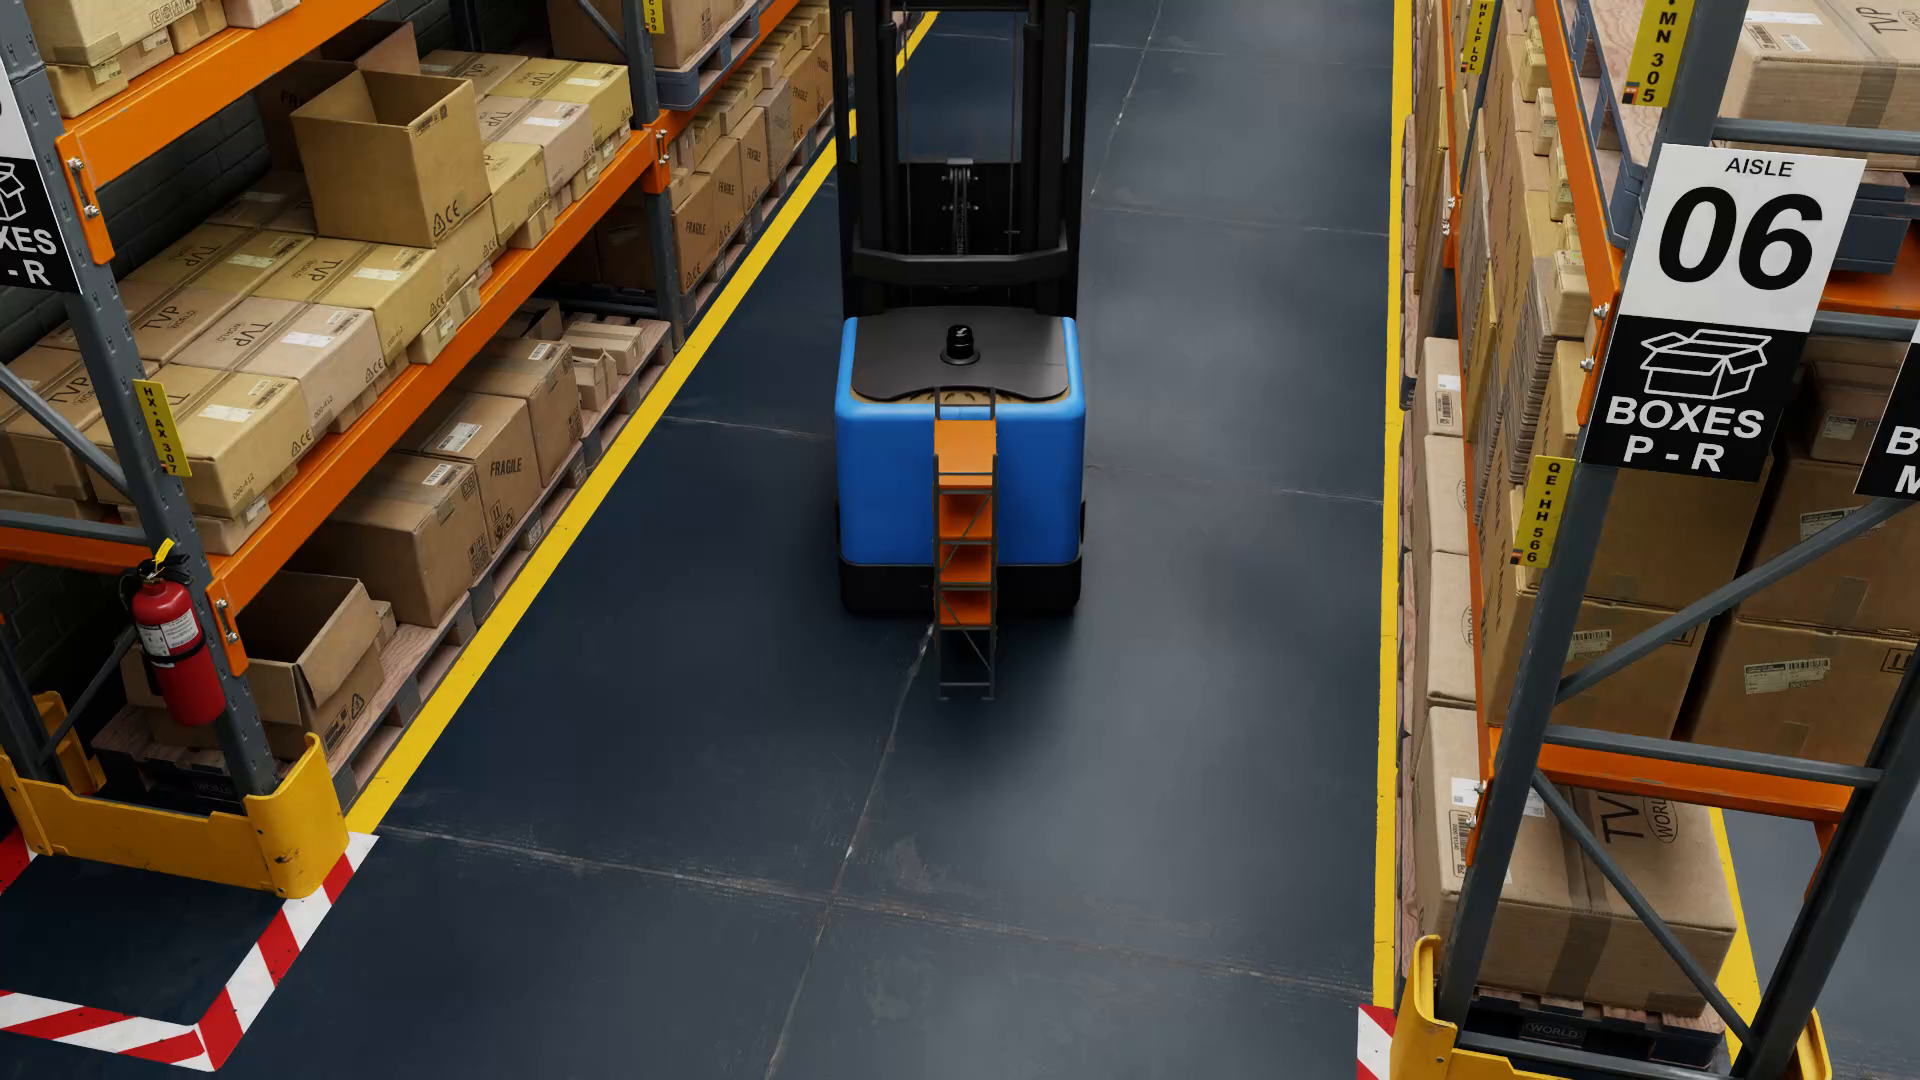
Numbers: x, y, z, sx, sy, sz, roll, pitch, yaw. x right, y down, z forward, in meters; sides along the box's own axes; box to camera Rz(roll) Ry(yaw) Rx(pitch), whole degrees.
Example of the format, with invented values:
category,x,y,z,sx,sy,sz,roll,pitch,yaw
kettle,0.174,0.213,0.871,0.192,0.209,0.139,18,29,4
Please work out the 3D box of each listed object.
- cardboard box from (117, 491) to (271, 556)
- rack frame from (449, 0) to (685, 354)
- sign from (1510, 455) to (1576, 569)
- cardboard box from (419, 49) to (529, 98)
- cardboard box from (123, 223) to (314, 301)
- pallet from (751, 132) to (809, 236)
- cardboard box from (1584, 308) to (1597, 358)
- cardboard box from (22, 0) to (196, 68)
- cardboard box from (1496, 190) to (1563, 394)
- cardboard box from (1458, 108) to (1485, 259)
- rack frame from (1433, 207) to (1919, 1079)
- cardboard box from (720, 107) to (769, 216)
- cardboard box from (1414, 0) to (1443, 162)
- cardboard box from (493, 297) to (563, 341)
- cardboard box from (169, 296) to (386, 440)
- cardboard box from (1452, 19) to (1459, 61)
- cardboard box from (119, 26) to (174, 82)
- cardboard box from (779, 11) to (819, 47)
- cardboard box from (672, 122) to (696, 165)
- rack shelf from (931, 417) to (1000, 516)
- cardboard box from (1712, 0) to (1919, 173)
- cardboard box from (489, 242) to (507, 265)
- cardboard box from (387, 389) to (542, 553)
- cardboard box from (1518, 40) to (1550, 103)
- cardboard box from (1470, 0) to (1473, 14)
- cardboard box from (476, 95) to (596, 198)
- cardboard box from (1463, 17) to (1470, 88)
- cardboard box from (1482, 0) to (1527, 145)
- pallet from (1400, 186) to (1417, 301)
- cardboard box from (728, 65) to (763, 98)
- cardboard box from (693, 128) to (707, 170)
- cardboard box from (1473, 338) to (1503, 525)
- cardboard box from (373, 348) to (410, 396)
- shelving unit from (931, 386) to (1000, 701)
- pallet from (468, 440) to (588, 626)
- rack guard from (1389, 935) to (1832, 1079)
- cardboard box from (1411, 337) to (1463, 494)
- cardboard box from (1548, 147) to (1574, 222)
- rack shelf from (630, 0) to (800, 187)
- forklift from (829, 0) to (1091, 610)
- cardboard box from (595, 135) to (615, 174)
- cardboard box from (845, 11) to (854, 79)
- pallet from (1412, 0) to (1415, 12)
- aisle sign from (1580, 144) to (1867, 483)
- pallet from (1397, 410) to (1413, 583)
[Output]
category,x,y,z,sx,sy,sz,roll,pitch,yaw
cardboard box,-2.548,-0.098,5.543,0.380,0.149,0.250,7,37,10
rack frame,-2.032,-2.338,8.420,1.000,3.000,0.127,7,37,10
sign,1.437,-0.066,4.096,0.100,0.325,0.005,7,37,10
cardboard box,-2.401,-2.148,8.032,0.500,0.250,0.500,7,37,9
cardboard box,-2.826,-0.981,6.421,0.500,0.250,0.500,8,37,11
pallet,-1.637,-2.382,10.857,1.003,0.211,1.213,7,37,10
cardboard box,1.875,-0.513,4.411,0.380,0.149,0.250,8,37,11
cardboard box,-2.524,-1.540,4.636,0.500,0.250,0.500,7,37,9
cardboard box,2.026,-0.763,5.310,0.500,0.500,0.500,7,37,10
cardboard box,2.462,-1.523,7.210,0.500,0.500,0.500,8,37,11
rack frame,1.964,0.575,4.401,1.000,3.000,0.127,7,37,10
cardboard box,-1.494,-2.338,10.191,0.500,0.500,0.500,6,36,9
cardboard box,3.444,-2.936,10.697,0.875,0.875,0.875,7,37,10
cardboard box,-2.404,-1.071,8.604,0.500,0.311,0.500,9,37,12
cardboard box,-2.419,-0.620,5.924,0.500,0.250,0.500,8,37,10
cardboard box,3.010,-2.822,9.215,0.500,0.250,0.500,7,37,10
cardboard box,-2.561,-1.465,4.874,0.380,0.149,0.250,8,37,11
cardboard box,-1.163,-3.431,11.148,0.380,0.149,0.250,6,36,8
cardboard box,-1.687,-2.207,9.205,0.380,0.149,0.250,6,36,8
rack shelf,0.021,-0.290,6.457,0.258,0.148,0.480,0,36,0
cardboard box,1.972,-1.059,3.783,0.500,0.250,0.500,4,36,6
cardboard box,-2.194,-1.287,7.184,0.380,0.149,0.250,8,37,11
cardboard box,-2.232,-0.318,7.404,0.500,0.500,0.500,8,37,11
cardboard box,2.247,-1.694,6.041,0.380,0.149,0.250,6,36,9
cardboard box,2.771,-2.749,8.049,0.500,0.500,0.500,8,37,11
cardboard box,-1.995,-1.786,7.533,0.500,0.250,0.500,7,37,10
cardboard box,2.774,-2.431,8.250,0.500,0.250,0.500,8,37,11
cardboard box,2.480,-1.921,6.907,0.500,0.500,0.500,8,37,10
pallet,3.168,-1.743,9.975,1.003,0.211,1.213,7,37,10
cardboard box,-1.448,-2.846,10.340,0.380,0.149,0.250,7,37,10
cardboard box,-1.668,-2.248,9.516,0.380,0.149,0.250,6,36,8
cardboard box,2.030,-0.357,5.602,0.500,0.500,0.500,8,37,11
cardboard box,-2.352,-0.694,6.366,0.380,0.149,0.250,8,37,11
shelving unit,0.021,0.029,6.688,0.258,1.200,0.503,0,36,0
pallet,-2.438,-0.114,7.728,1.003,0.211,1.213,7,37,10
rack guard,1.959,1.601,5.115,1.175,0.500,0.348,7,37,10
cardboard box,2.579,-0.504,7.715,0.875,0.438,0.875,7,36,9
cardboard box,2.064,-1.102,5.225,0.380,0.149,0.250,8,37,11
rack shelf,-1.605,-3.194,10.214,1.077,0.370,4.000,7,37,10
forklift,-0.001,-1.713,7.616,1.130,2.935,3.031,0,36,0
cardboard box,-1.888,-1.870,7.988,0.380,0.149,0.250,8,37,11
cardboard box,-1.058,-3.520,11.823,0.500,0.500,0.500,8,37,11
pallet,4.362,-4.729,14.095,1.003,0.211,1.213,7,37,10
aisle sign,1.645,-0.475,3.635,0.394,0.787,0.004,7,37,10
pallet,2.579,-0.163,7.795,1.003,0.211,1.213,7,37,10
